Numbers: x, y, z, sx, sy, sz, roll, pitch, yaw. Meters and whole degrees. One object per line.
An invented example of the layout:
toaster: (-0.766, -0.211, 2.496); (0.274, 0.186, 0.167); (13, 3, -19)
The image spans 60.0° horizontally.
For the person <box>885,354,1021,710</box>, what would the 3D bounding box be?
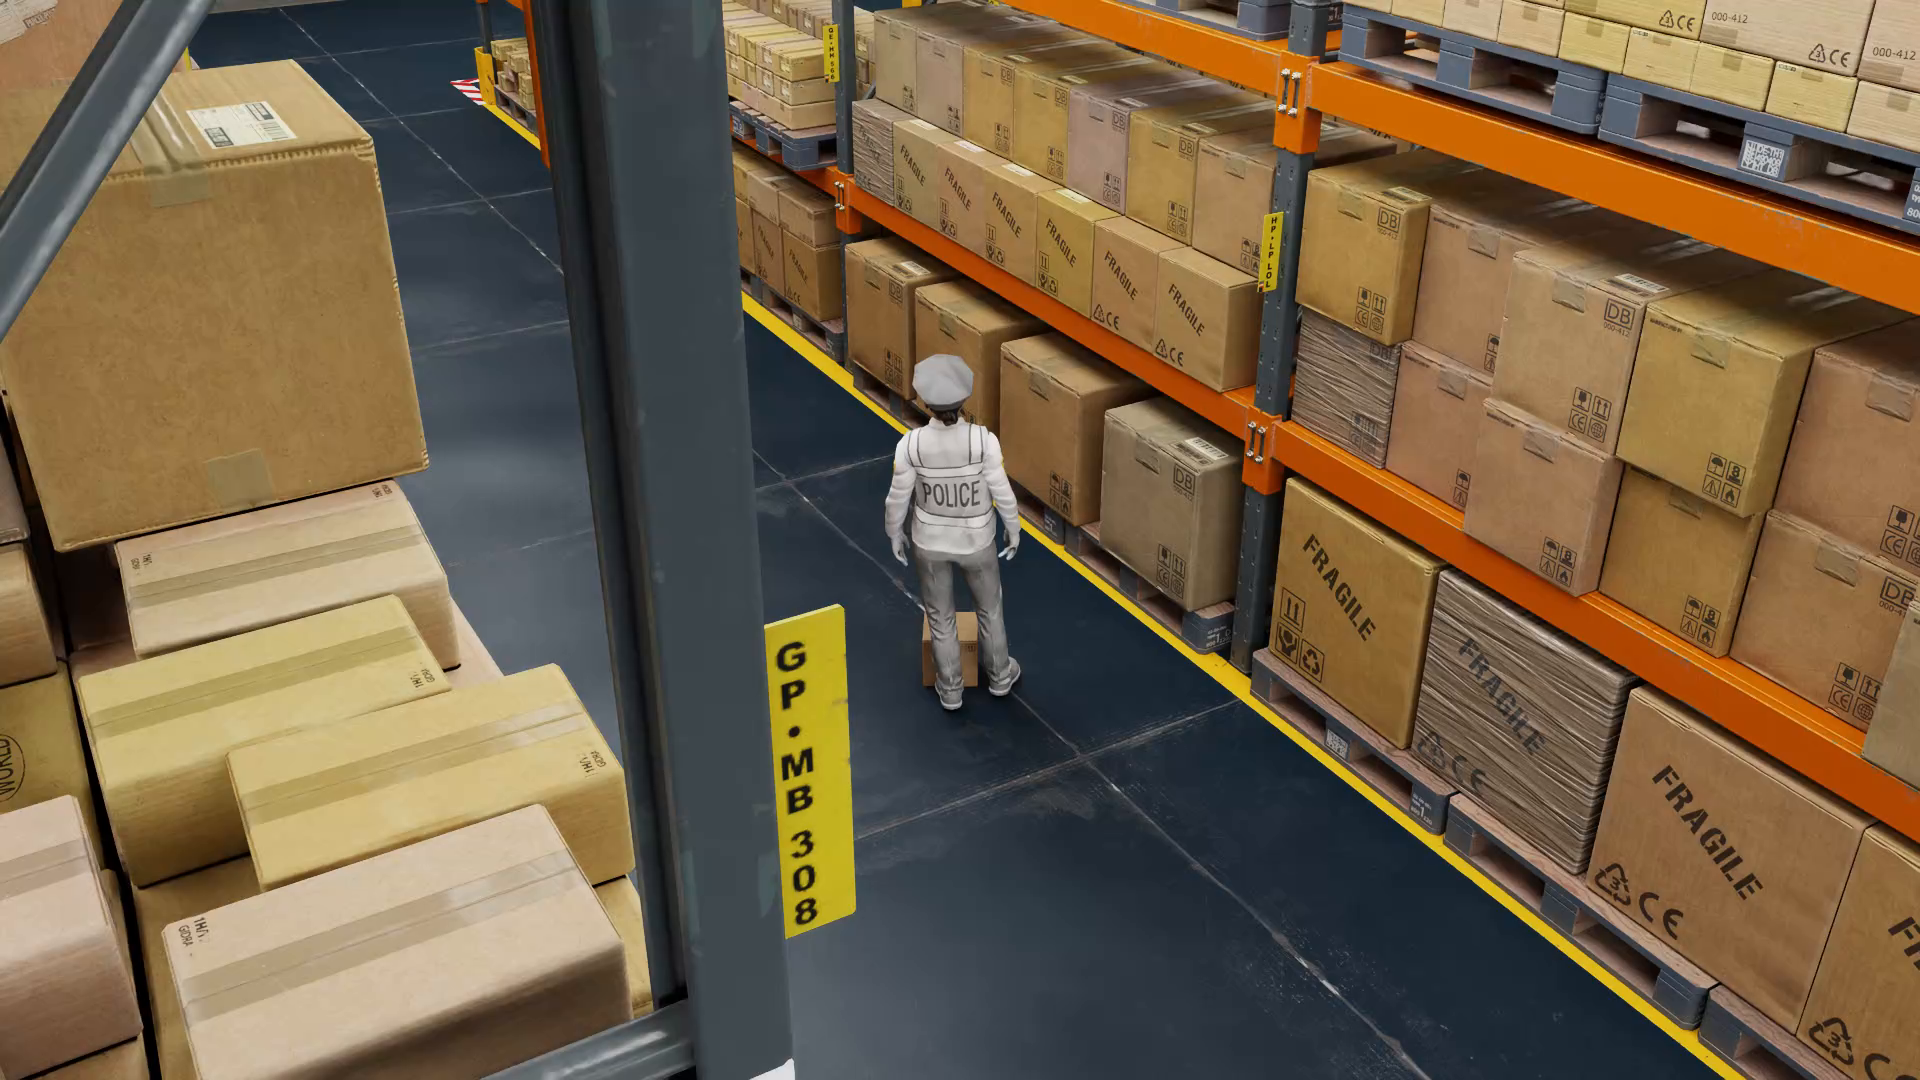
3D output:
person: (-0.018, -0.034, 7.133); (0.577, 1.696, 0.532); (1, 29, 2)
